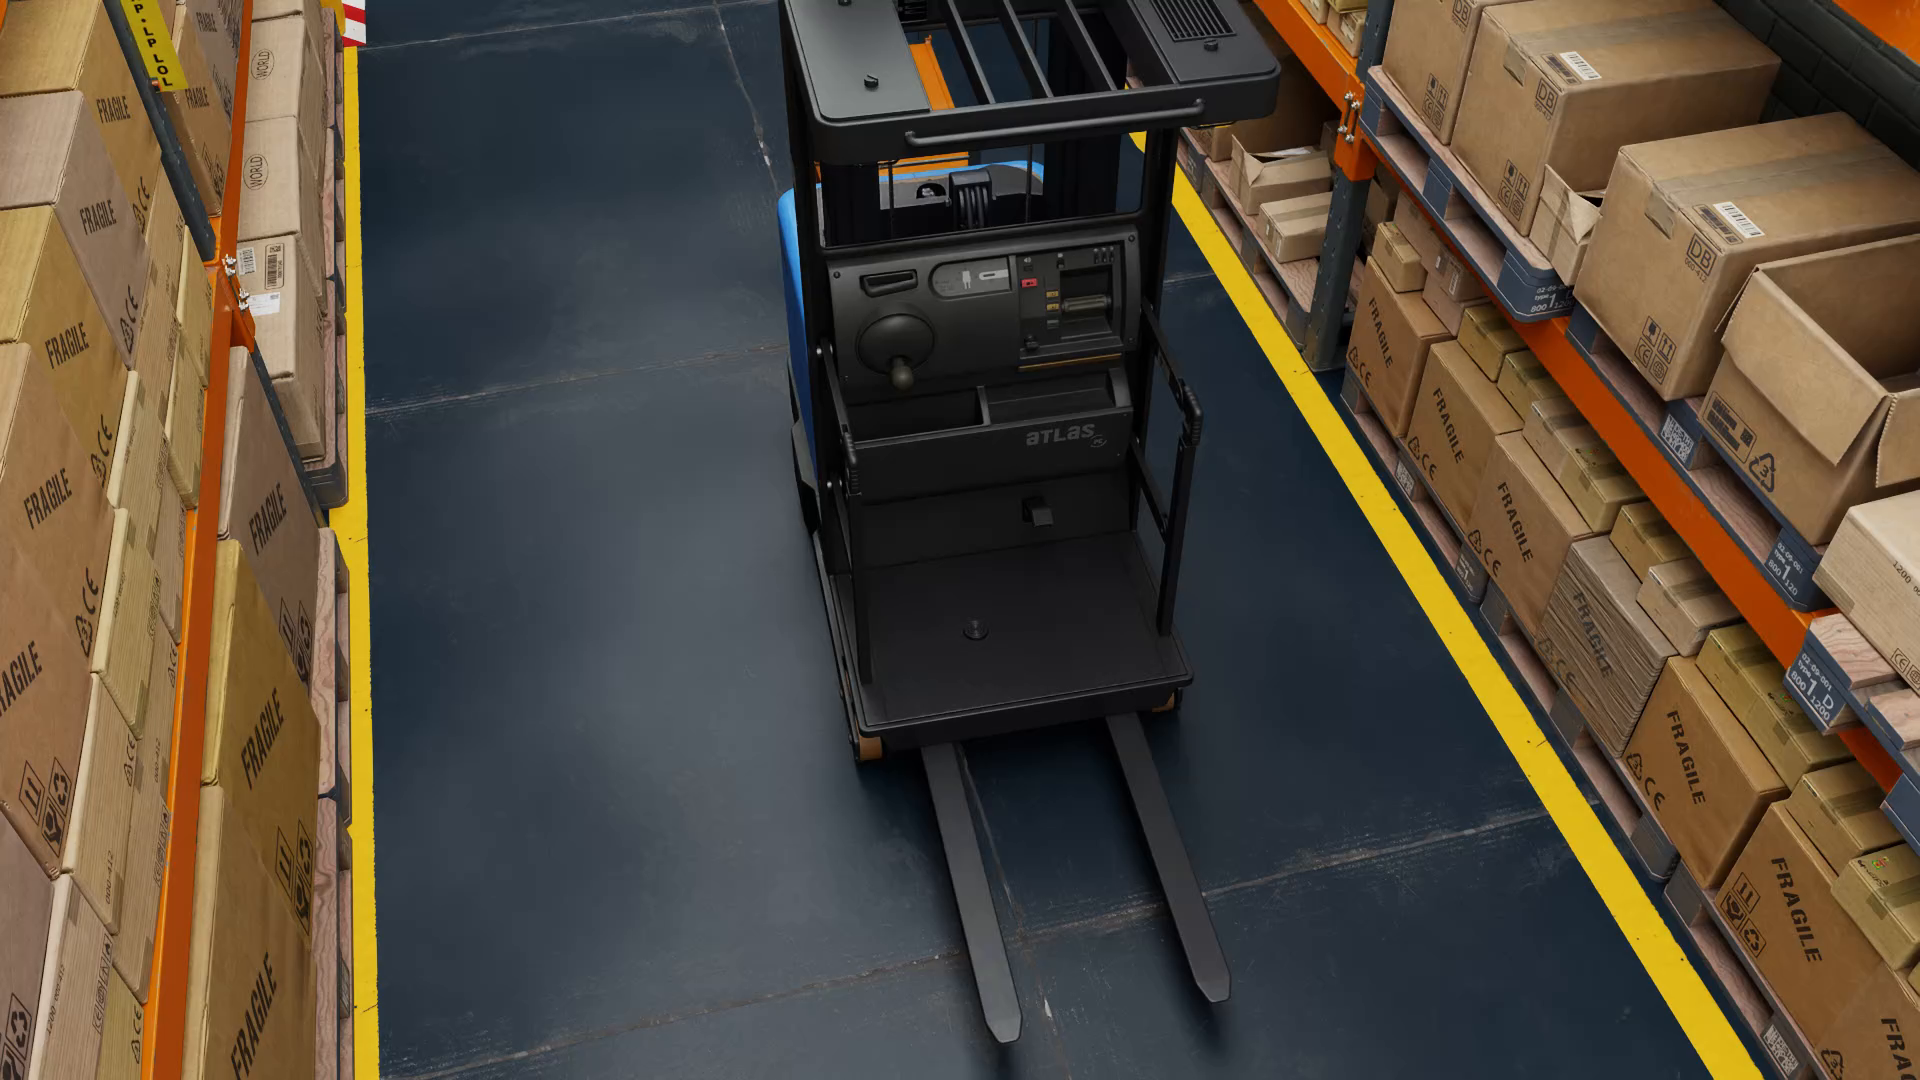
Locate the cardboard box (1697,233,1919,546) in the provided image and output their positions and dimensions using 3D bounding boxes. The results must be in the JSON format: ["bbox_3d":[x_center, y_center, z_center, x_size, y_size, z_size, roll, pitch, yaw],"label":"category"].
[{"bbox_3d":[2.364,-0.389,4.164,0.797,0.503,0.637,-12,47,-11],"label":"cardboard box"}]

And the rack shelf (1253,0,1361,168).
[{"bbox_3d":[1.425,-3.003,7.596,1.077,0.370,4.000,-11,47,-10],"label":"rack shelf"}]

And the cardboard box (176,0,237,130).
[{"bbox_3d":[-2.852,-1.719,5.764,0.500,0.500,0.500,-10,47,-10],"label":"cardboard box"}]

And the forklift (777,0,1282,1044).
[{"bbox_3d":[0.126,-0.590,4.776,1.130,2.935,3.031,-8,46,-8],"label":"forklift"}]

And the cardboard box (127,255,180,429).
[{"bbox_3d":[-2.377,-0.483,4.378,0.500,0.250,0.500,-10,46,-9],"label":"cardboard box"}]

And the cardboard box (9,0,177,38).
[{"bbox_3d":[-2.748,-1.722,5.067,0.500,0.500,0.500,-10,46,-10],"label":"cardboard box"}]

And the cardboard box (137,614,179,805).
[{"bbox_3d":[-2.125,0.412,3.851,0.500,0.250,0.500,-11,47,-10],"label":"cardboard box"}]

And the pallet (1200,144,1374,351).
[{"bbox_3d":[1.762,-1.372,7.447,1.003,0.211,1.213,-11,47,-10],"label":"pallet"}]

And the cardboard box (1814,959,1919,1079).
[{"bbox_3d":[2.645,1.363,4.270,0.500,0.500,0.500,-9,46,-9],"label":"cardboard box"}]

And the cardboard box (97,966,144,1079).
[{"bbox_3d":[-1.867,1.115,3.162,0.500,0.250,0.500,-12,47,-11],"label":"cardboard box"}]

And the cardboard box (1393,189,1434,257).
[{"bbox_3d":[1.830,-1.192,6.112,0.380,0.149,0.250,-11,47,-11],"label":"cardboard box"}]

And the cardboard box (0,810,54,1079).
[{"bbox_3d":[-1.863,0.687,2.706,0.500,0.500,0.500,-11,47,-10],"label":"cardboard box"}]

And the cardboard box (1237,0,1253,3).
[{"bbox_3d":[1.198,-2.487,8.044,0.500,0.500,0.500,-10,46,-10],"label":"cardboard box"}]

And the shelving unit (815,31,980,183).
[{"bbox_3d":[-0.274,-1.412,6.846,0.538,1.125,1.048,-8,46,-8],"label":"shelving unit"}]

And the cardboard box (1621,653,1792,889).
[{"bbox_3d":[2.390,0.655,4.964,0.500,0.500,0.500,-9,46,-9],"label":"cardboard box"}]

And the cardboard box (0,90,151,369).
[{"bbox_3d":[-2.364,-0.730,4.095,0.500,0.500,0.500,-10,46,-10],"label":"cardboard box"}]

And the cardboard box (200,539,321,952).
[{"bbox_3d":[-2.386,0.669,4.688,0.875,0.875,0.875,-9,46,-9],"label":"cardboard box"}]

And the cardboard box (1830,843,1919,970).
[{"bbox_3d":[2.490,0.911,4.259,0.380,0.149,0.250,-13,47,-12],"label":"cardboard box"}]

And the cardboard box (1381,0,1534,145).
[{"bbox_3d":[1.844,-1.681,5.433,0.700,0.500,0.500,-10,46,-9],"label":"cardboard box"}]

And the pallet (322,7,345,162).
[{"bbox_3d":[-3.604,-2.212,8.270,1.003,0.211,1.213,-11,47,-10],"label":"pallet"}]

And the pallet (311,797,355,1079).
[{"bbox_3d":[-2.274,1.375,4.755,1.003,0.211,1.213,-11,47,-10],"label":"pallet"}]

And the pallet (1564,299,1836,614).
[{"bbox_3d":[2.459,-0.387,4.663,1.003,0.211,1.213,-11,47,-10],"label":"pallet"}]

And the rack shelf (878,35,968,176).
[{"bbox_3d":[-0.274,-1.617,6.637,0.538,0.278,1.000,-8,46,-8],"label":"rack shelf"}]

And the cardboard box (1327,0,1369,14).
[{"bbox_3d":[1.571,-2.232,6.234,0.500,0.250,0.500,-10,46,-9],"label":"cardboard box"}]

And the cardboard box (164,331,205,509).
[{"bbox_3d":[-2.373,-0.296,4.545,0.500,0.250,0.500,-11,47,-11],"label":"cardboard box"}]

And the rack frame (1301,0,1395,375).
[{"bbox_3d":[1.937,-1.874,5.986,1.000,3.000,0.127,-11,47,-10],"label":"rack frame"}]

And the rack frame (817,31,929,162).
[{"bbox_3d":[-0.376,-1.768,7.195,0.500,1.125,0.032,-8,46,-8],"label":"rack frame"}]

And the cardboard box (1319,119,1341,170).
[{"bbox_3d":[1.885,-1.822,7.637,0.380,0.149,0.250,-11,47,-11],"label":"cardboard box"}]

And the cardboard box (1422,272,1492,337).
[{"bbox_3d":[1.917,-0.900,6.033,0.380,0.149,0.250,-12,47,-11],"label":"cardboard box"}]

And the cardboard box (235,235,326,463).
[{"bbox_3d":[-2.917,-0.667,6.303,0.875,0.438,0.875,-11,47,-11],"label":"cardboard box"}]

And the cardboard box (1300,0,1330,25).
[{"bbox_3d":[1.523,-2.136,6.419,0.380,0.149,0.250,-10,46,-9],"label":"cardboard box"}]

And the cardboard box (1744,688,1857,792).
[{"bbox_3d":[2.441,0.531,4.632,0.380,0.149,0.250,-9,46,-9],"label":"cardboard box"}]

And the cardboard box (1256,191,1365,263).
[{"bbox_3d":[1.510,-1.354,7.179,0.380,0.149,0.250,-12,47,-12],"label":"cardboard box"}]

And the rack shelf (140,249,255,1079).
[{"bbox_3d":[-2.348,0.669,3.998,1.077,0.370,4.000,-11,47,-10],"label":"rack shelf"}]

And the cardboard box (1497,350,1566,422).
[{"bbox_3d":[2.077,-0.538,5.679,0.380,0.149,0.250,-11,47,-11],"label":"cardboard box"}]

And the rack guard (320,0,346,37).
[{"bbox_3d":[-3.891,-2.867,8.710,1.175,0.500,0.348,-11,47,-10],"label":"rack guard"}]

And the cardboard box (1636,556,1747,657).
[{"bbox_3d":[2.277,0.173,4.982,0.380,0.149,0.250,-13,47,-12],"label":"cardboard box"}]

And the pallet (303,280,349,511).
[{"bbox_3d":[-2.980,-0.527,6.619,1.003,0.211,1.213,-11,47,-10],"label":"pallet"}]

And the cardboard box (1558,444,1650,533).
[{"bbox_3d":[2.166,-0.187,5.335,0.380,0.149,0.250,-9,46,-9],"label":"cardboard box"}]

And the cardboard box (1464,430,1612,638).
[{"bbox_3d":[2.113,-0.060,5.664,0.500,0.500,0.500,-12,47,-11],"label":"cardboard box"}]

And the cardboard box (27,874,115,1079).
[{"bbox_3d":[-1.859,0.923,3.000,0.500,0.250,0.500,-10,46,-9],"label":"cardboard box"}]

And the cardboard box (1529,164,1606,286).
[{"bbox_3d":[1.922,-0.944,4.875,0.396,0.266,0.258,-9,46,-8],"label":"cardboard box"}]

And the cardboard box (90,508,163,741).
[{"bbox_3d":[-2.091,0.224,3.685,0.500,0.250,0.500,-10,46,-10],"label":"cardboard box"}]

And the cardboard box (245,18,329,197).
[{"bbox_3d":[-3.376,-1.908,7.519,0.875,0.438,0.875,-10,46,-9],"label":"cardboard box"}]

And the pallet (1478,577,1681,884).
[{"bbox_3d":[2.497,0.501,5.612,1.003,0.211,1.213,-11,47,-10],"label":"pallet"}]

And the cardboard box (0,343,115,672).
[{"bbox_3d":[-2.106,-0.022,3.401,0.500,0.500,0.500,-10,46,-10],"label":"cardboard box"}]

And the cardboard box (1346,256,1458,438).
[{"bbox_3d":[1.843,-0.771,6.361,0.500,0.500,0.500,-9,46,-9],"label":"cardboard box"}]
